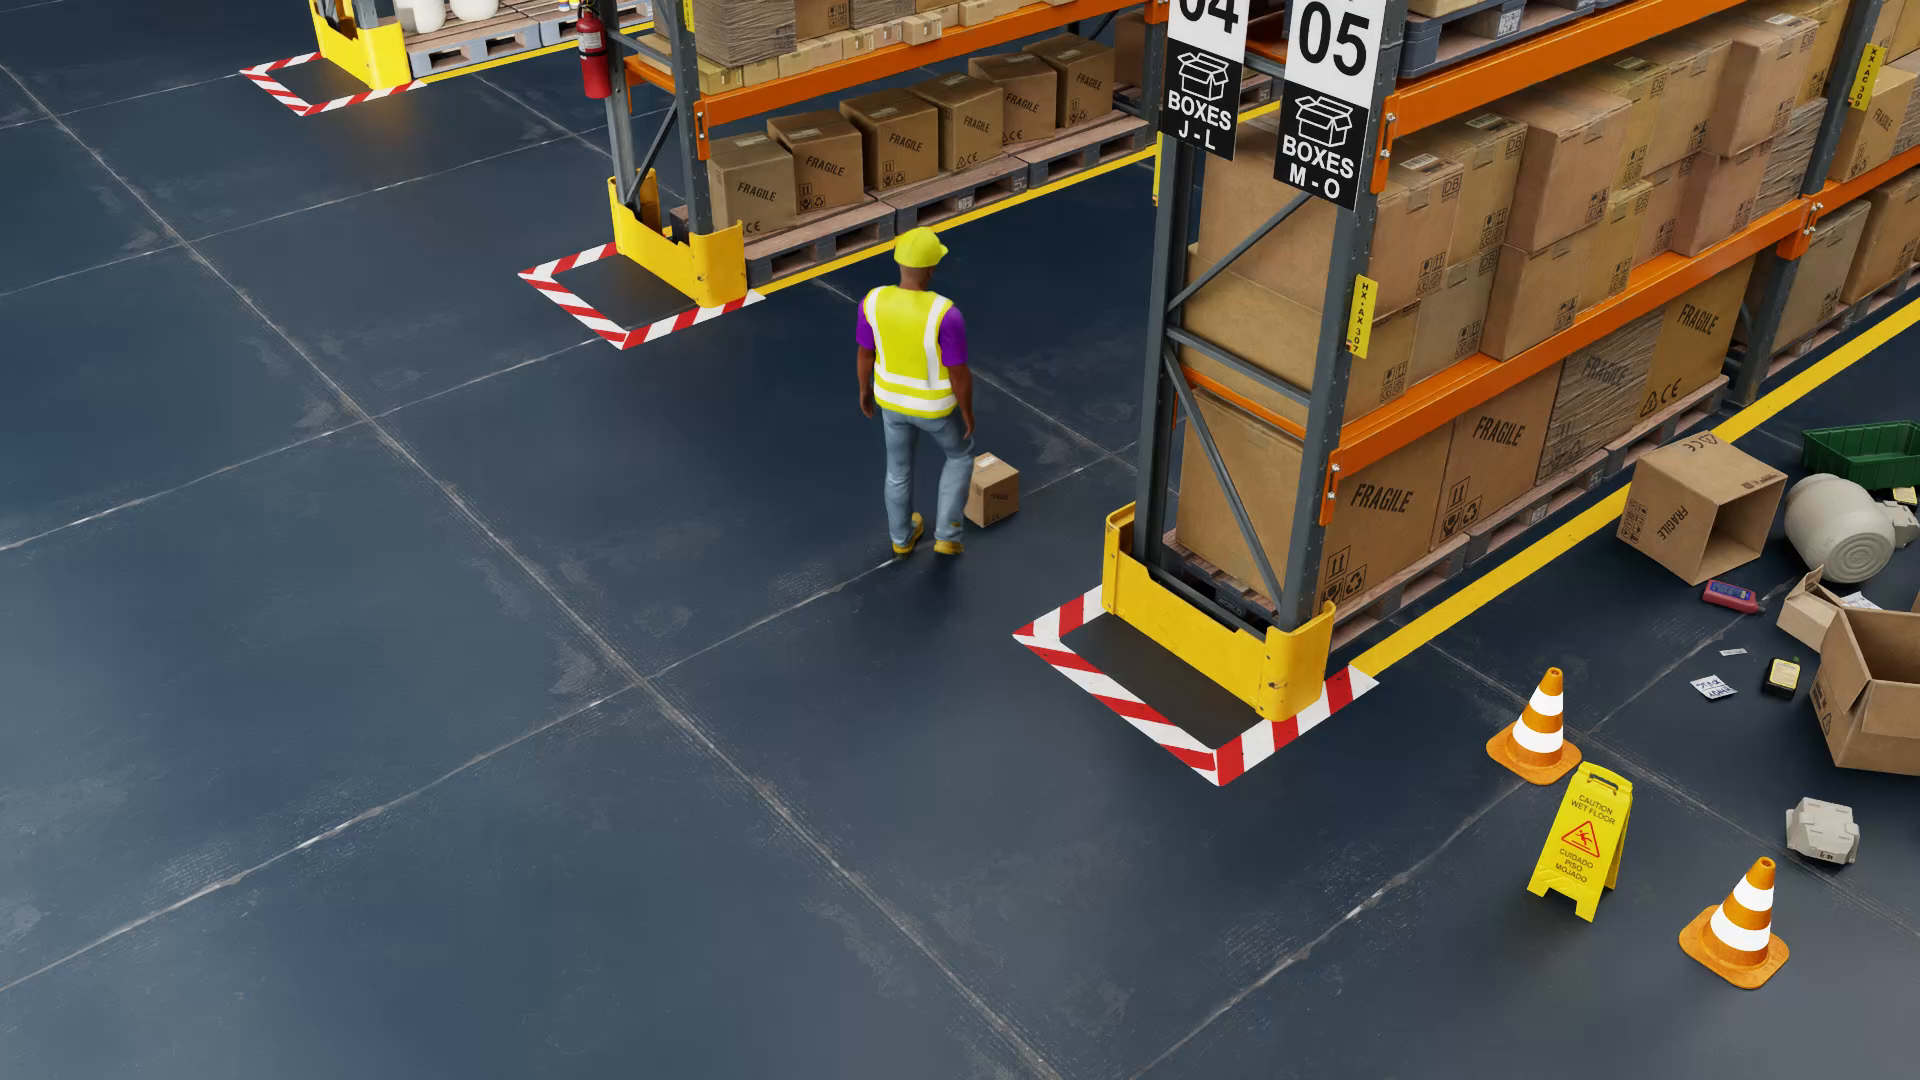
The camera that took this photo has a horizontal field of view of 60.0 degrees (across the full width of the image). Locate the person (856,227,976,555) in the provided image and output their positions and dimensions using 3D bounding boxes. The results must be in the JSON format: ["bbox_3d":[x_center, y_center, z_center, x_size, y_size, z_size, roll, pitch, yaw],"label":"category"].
[{"bbox_3d":[-0.197,-0.688,8.007,0.606,1.781,0.411,13,38,17],"label":"person"}]
